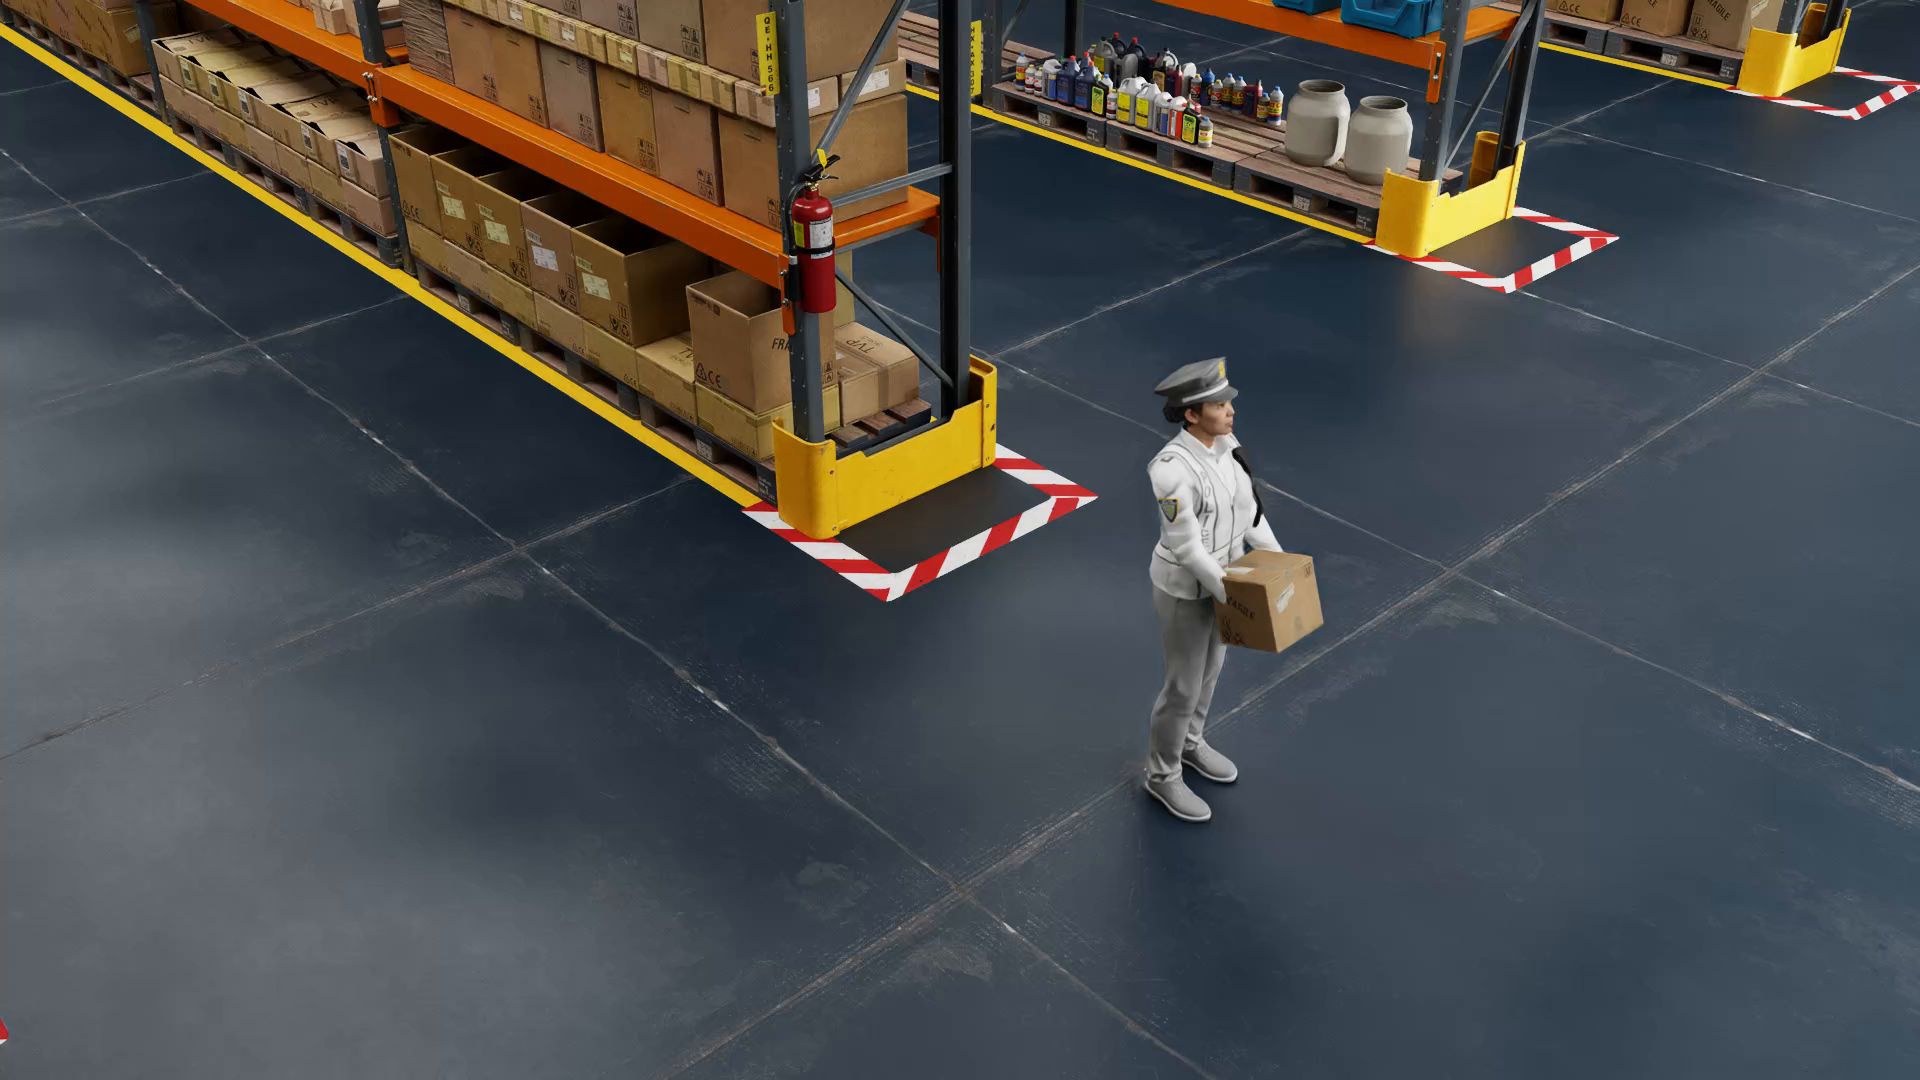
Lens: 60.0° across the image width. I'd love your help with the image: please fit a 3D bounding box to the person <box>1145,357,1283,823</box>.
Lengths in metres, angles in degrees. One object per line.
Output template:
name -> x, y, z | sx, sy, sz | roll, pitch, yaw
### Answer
person -> 0.881, 0.168, 5.829 | 0.543, 1.700, 0.496 | 22, 38, 31
